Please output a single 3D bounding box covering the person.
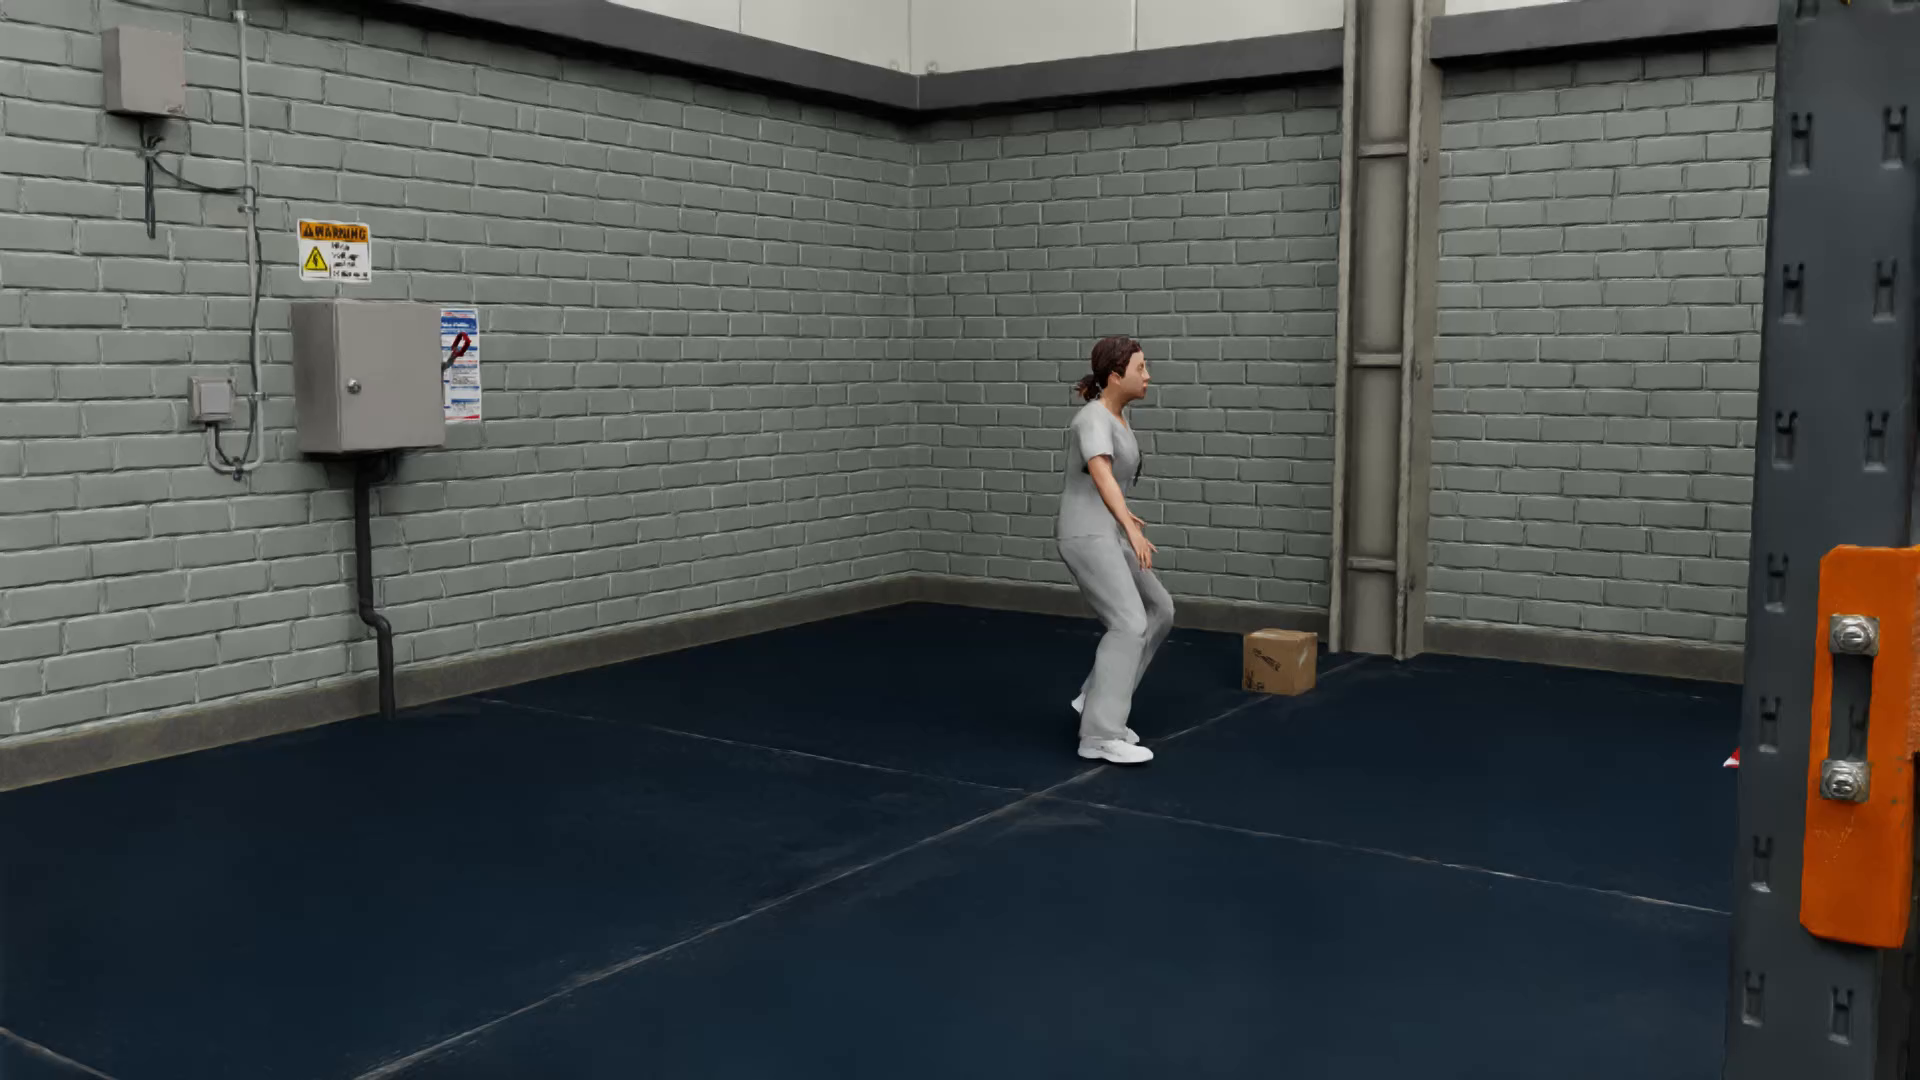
[{"bbox_3d":[0.589,0.020,6.346,0.467,1.590,0.817,1,6,7],"label":"person"}]
